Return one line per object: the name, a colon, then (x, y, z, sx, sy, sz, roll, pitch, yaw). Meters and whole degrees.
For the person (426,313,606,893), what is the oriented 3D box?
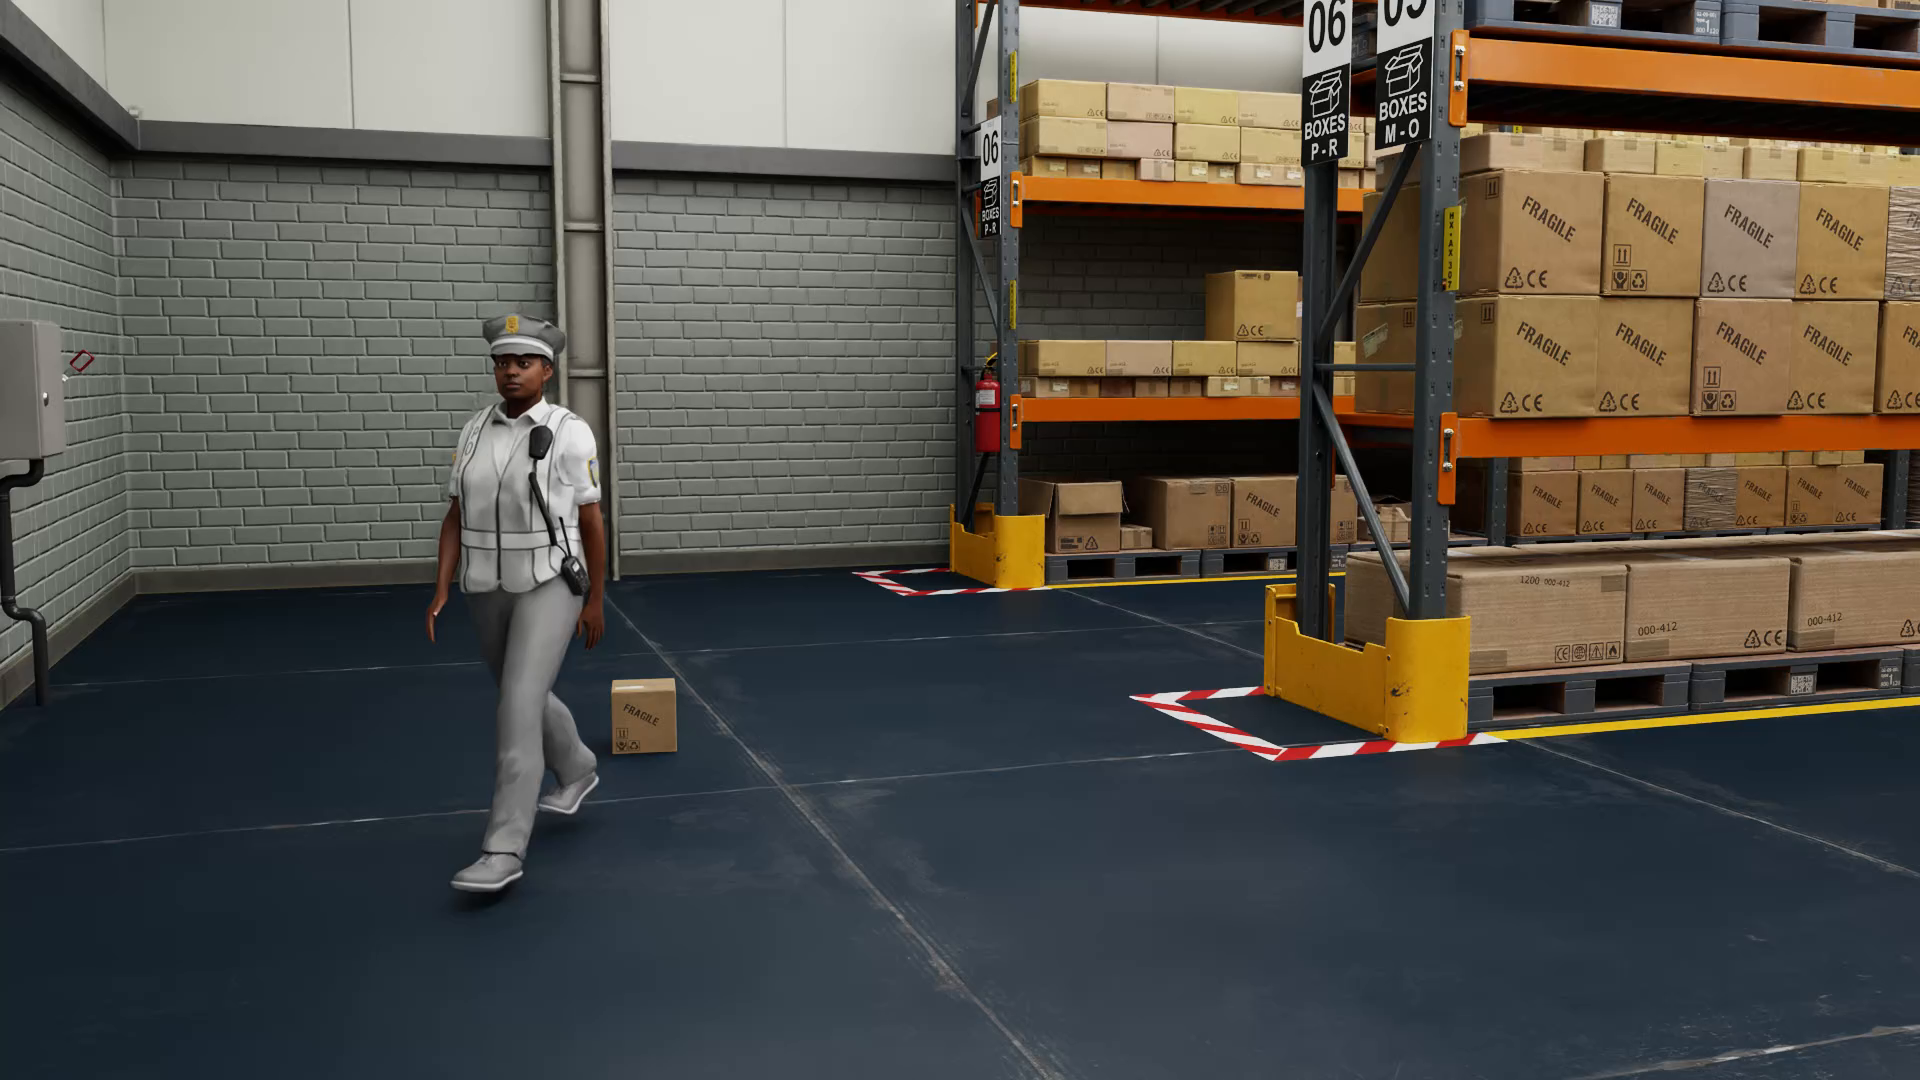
person: (-1.325, 0.142, 5.004, 0.447, 1.635, 1.025, 2, 6, 16)
